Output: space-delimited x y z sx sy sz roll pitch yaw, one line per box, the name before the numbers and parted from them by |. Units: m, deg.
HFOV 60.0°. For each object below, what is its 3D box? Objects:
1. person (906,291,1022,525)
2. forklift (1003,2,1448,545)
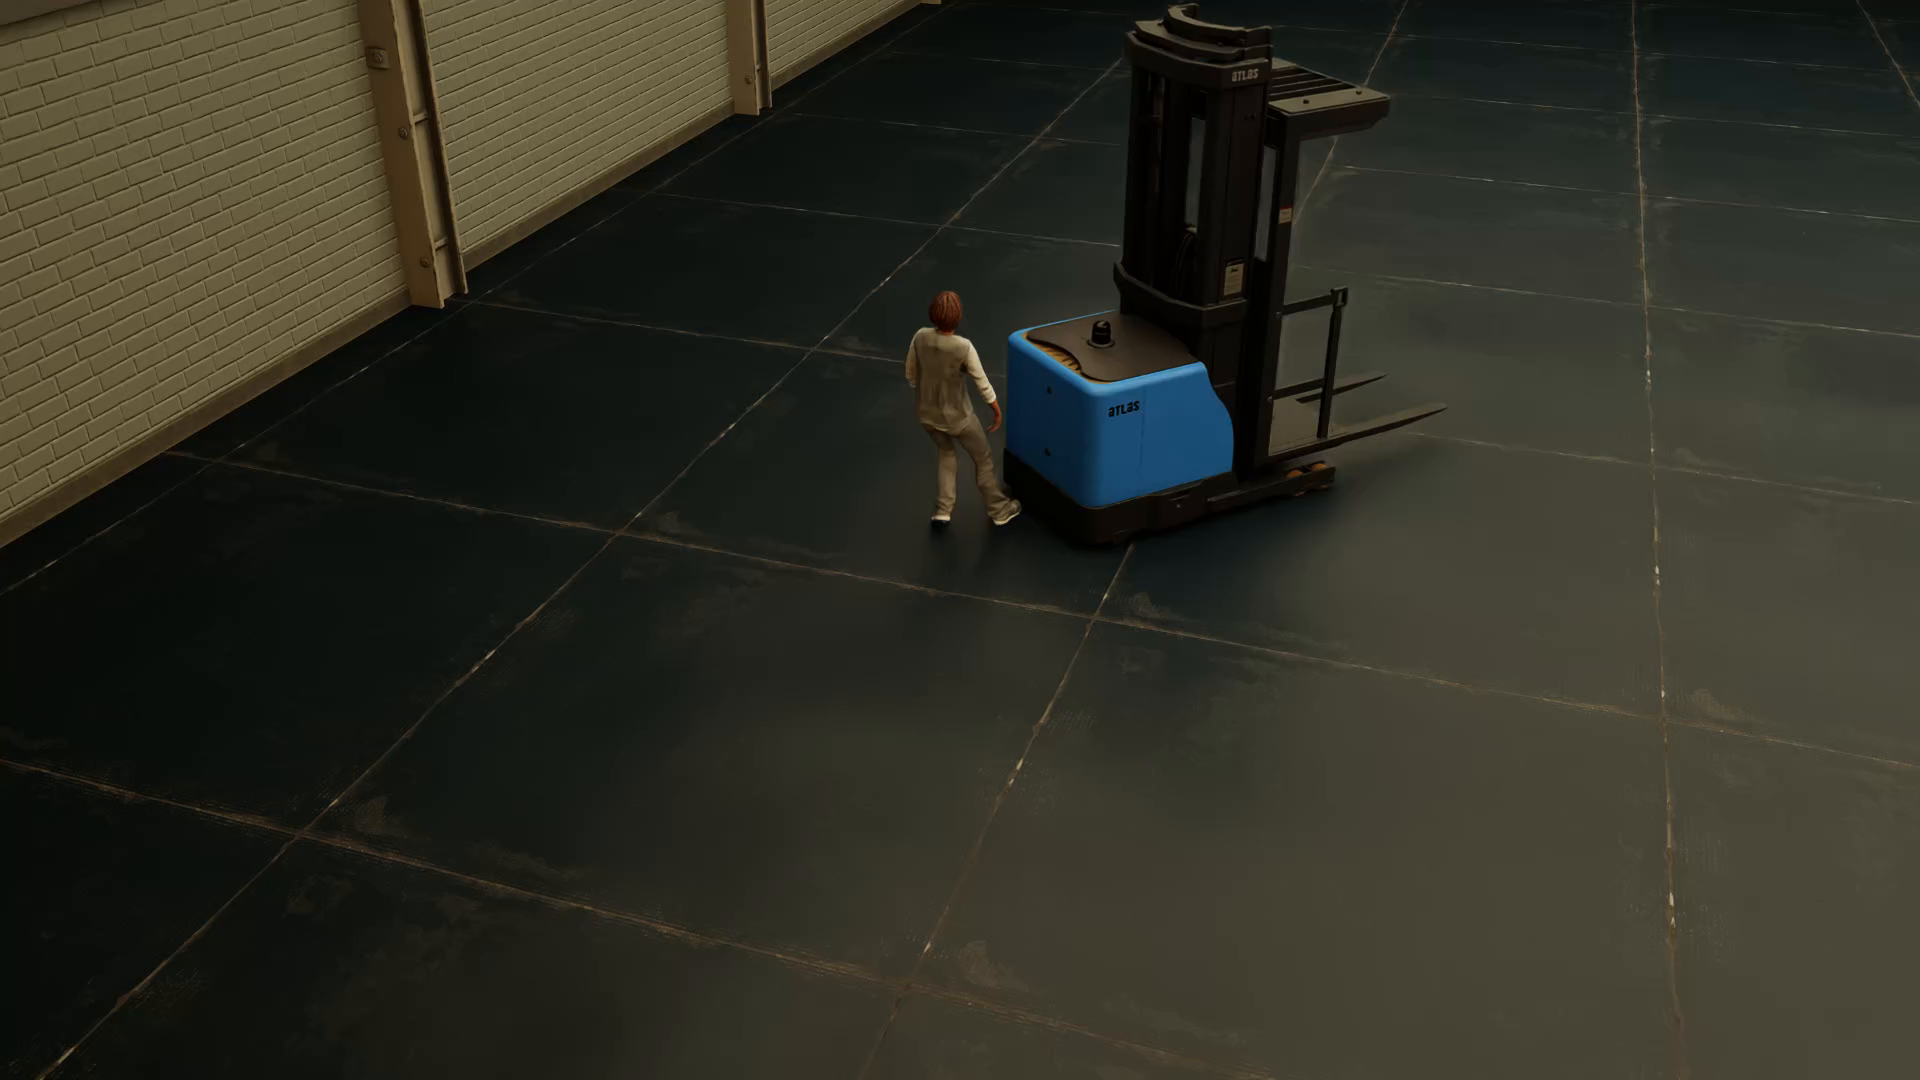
person | 0.014 -0.809 9.954 0.585 1.538 0.587 16 33 26
forklift | 1.815 -1.761 10.225 3.031 2.935 1.130 -15 33 -25
